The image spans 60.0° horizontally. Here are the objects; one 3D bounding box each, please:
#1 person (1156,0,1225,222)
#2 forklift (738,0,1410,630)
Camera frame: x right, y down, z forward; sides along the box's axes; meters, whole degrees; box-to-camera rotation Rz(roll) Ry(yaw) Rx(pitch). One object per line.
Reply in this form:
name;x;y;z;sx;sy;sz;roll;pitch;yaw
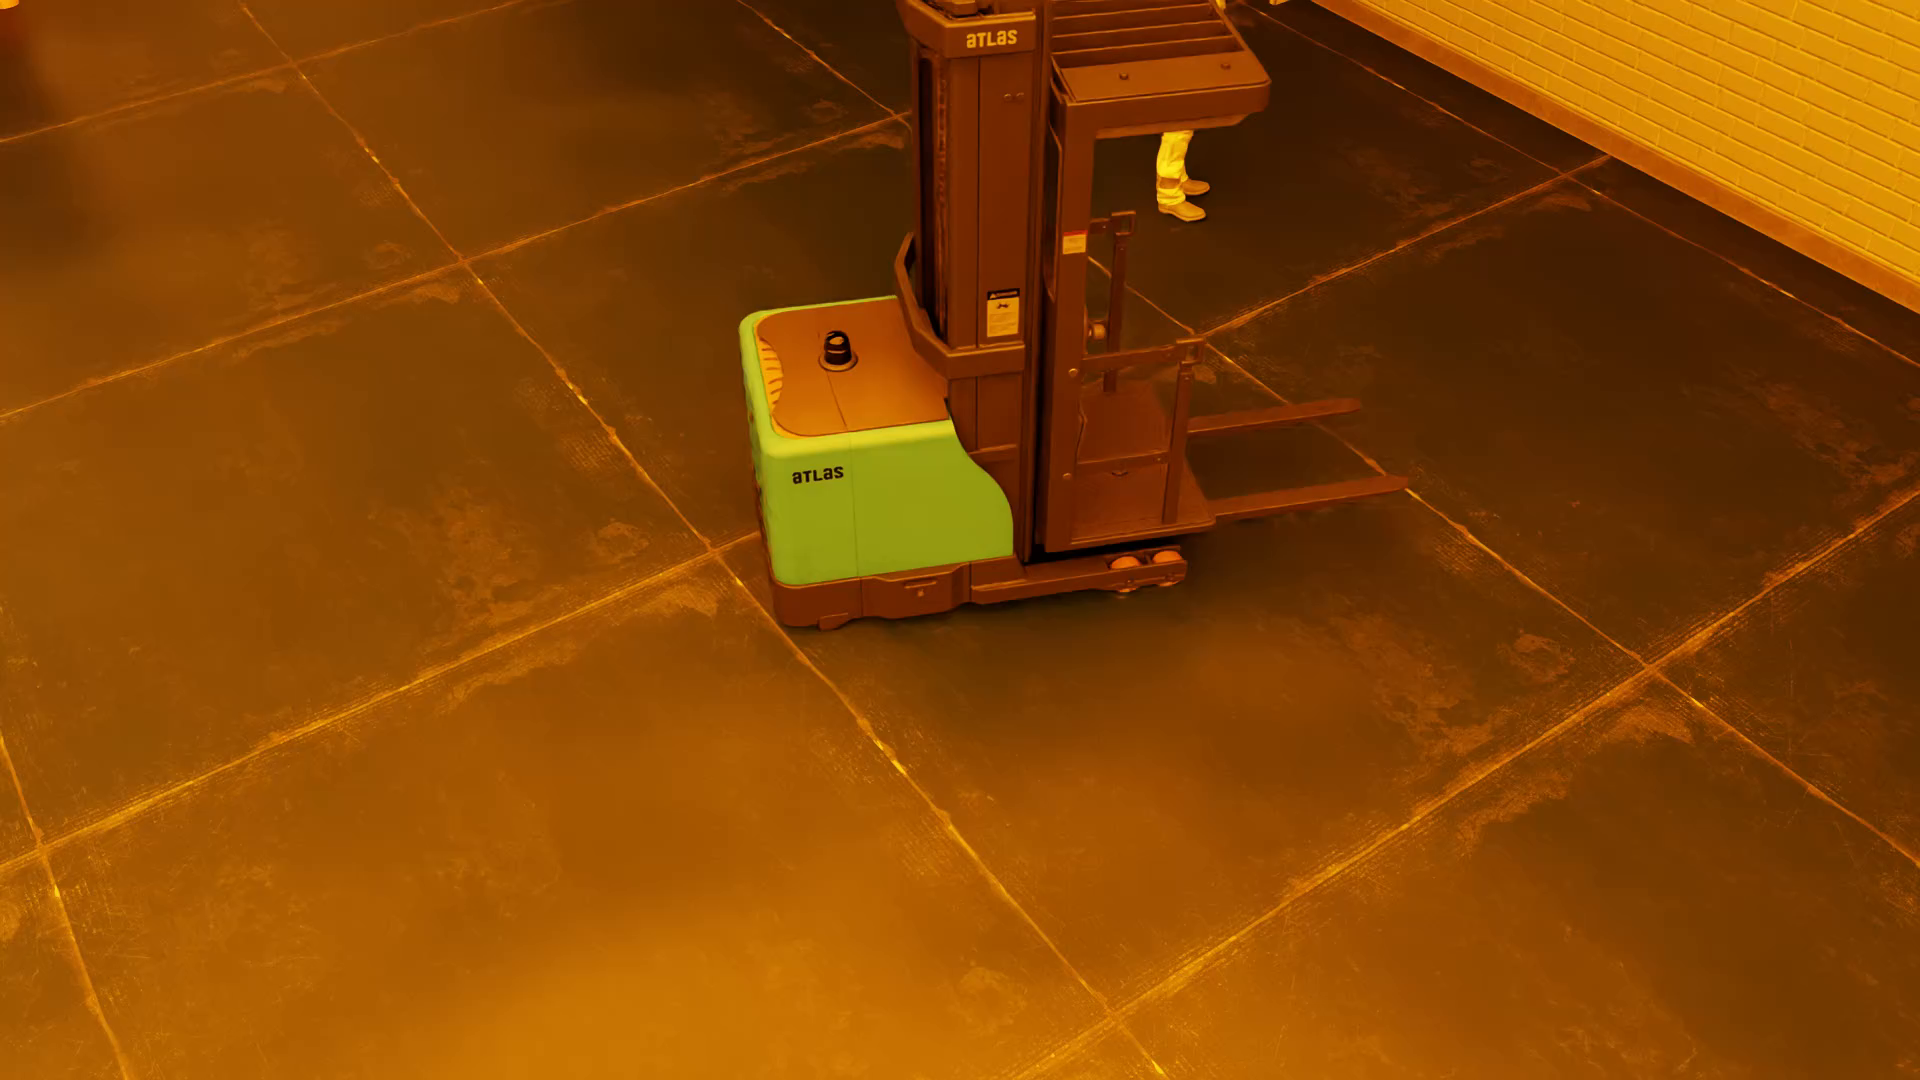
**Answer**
person;1.335;-2.737;9.528;0.372;1.795;0.535;9;43;10
forklift;0.573;-1.184;7.000;3.031;2.935;1.130;-8;43;-9
